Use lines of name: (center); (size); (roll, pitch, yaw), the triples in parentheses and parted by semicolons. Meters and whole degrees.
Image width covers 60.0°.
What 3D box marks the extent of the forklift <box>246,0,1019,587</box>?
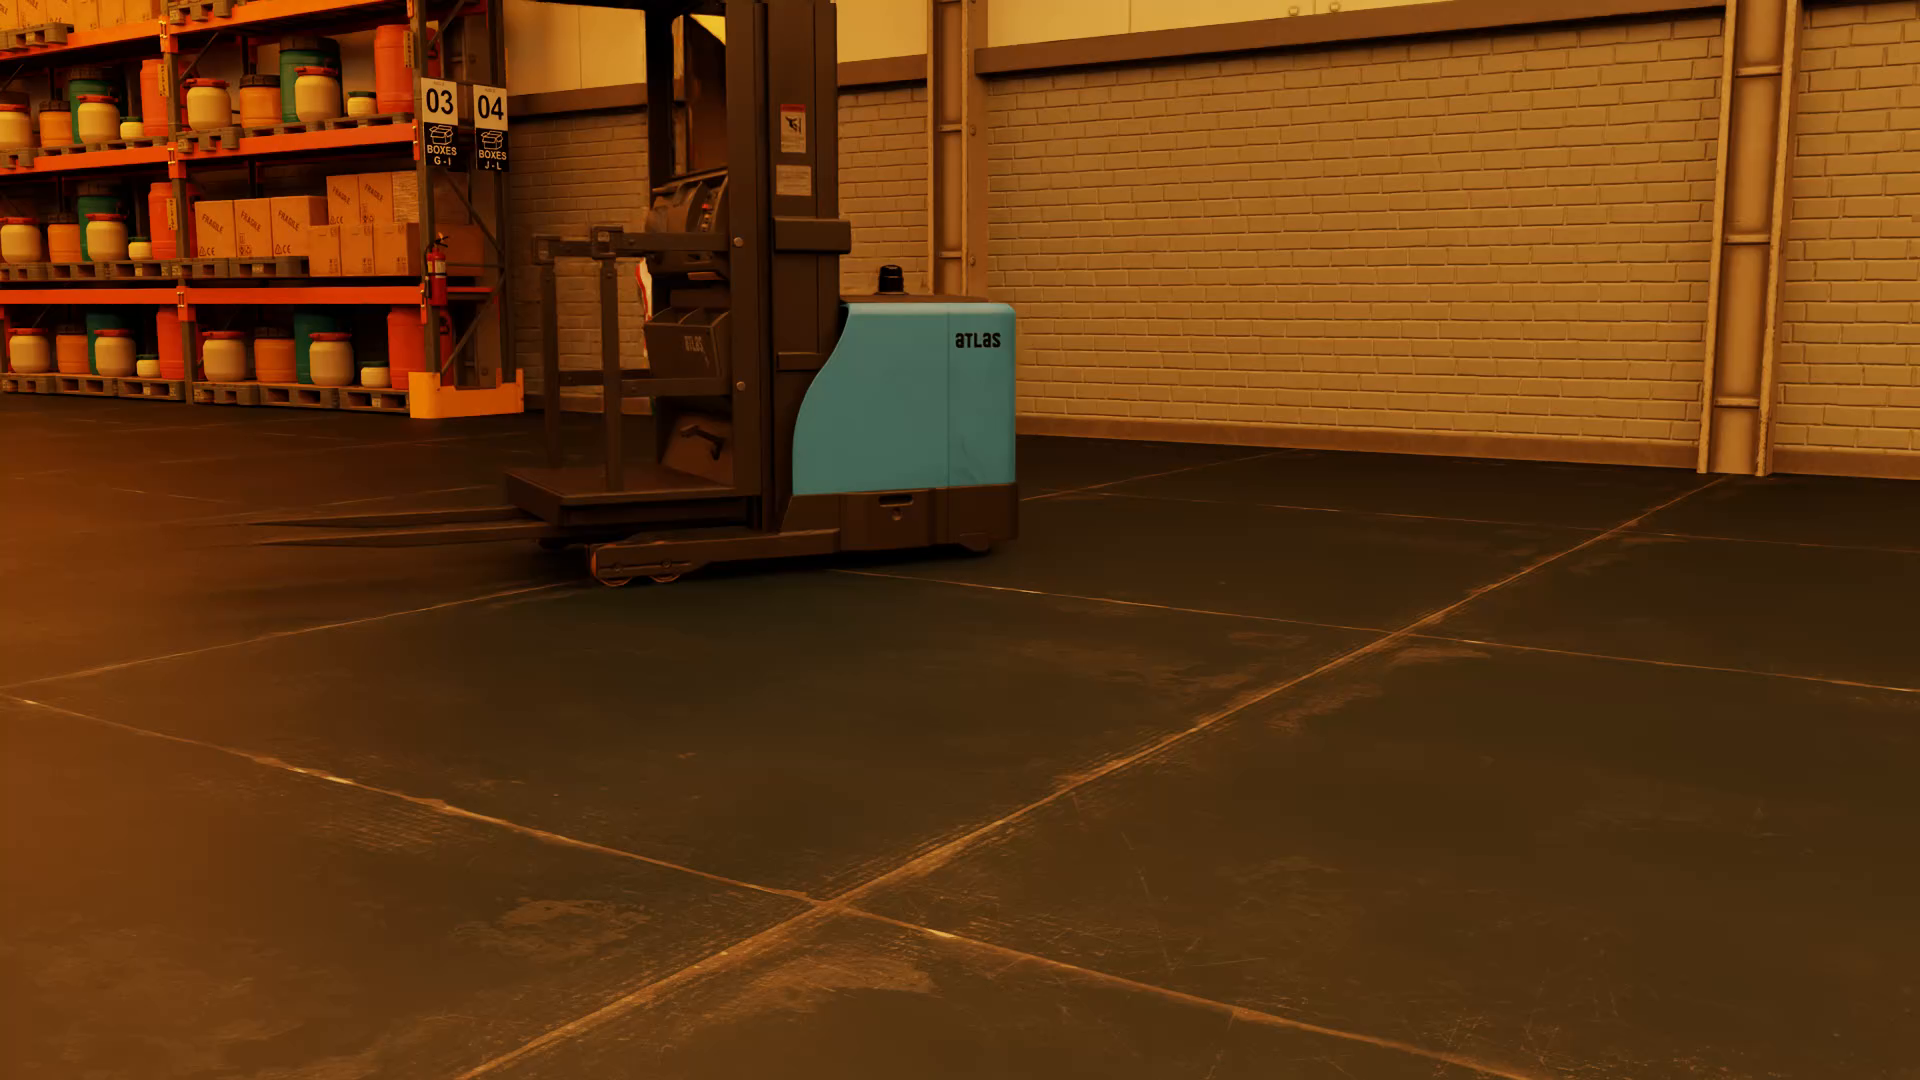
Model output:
forklift: (-1.300, -1.357, 6.734); (3.031, 2.935, 1.130); (-4, 9, -26)

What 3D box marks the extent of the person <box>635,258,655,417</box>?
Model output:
person: (-1.371, -1.015, 8.998); (0.821, 1.650, 0.832); (2, 8, 17)
